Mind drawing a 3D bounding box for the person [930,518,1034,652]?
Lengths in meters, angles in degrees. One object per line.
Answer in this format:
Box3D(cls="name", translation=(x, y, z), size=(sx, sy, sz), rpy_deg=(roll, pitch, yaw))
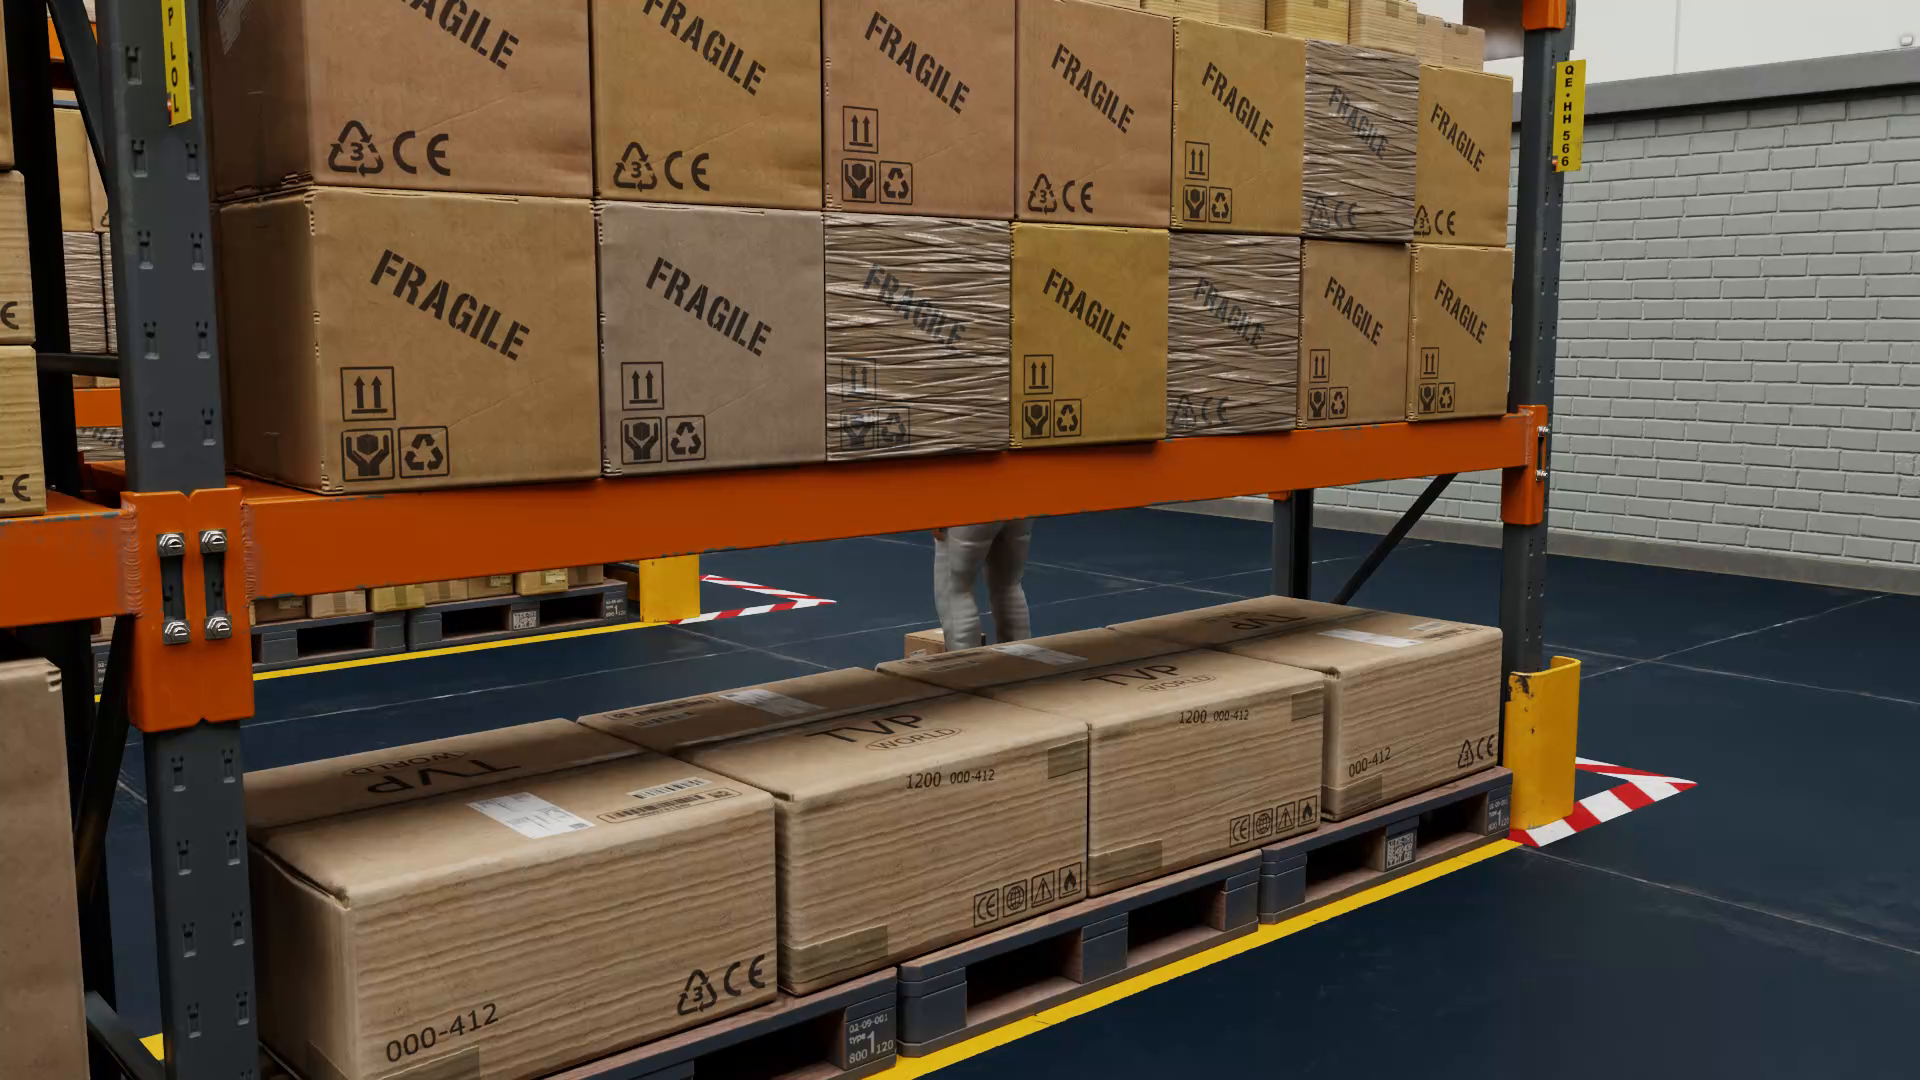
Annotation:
Box3D(cls="person", translation=(0.082, -0.151, 6.904), size=(0.563, 1.666, 0.469), rpy_deg=(-7, 11, -44))
